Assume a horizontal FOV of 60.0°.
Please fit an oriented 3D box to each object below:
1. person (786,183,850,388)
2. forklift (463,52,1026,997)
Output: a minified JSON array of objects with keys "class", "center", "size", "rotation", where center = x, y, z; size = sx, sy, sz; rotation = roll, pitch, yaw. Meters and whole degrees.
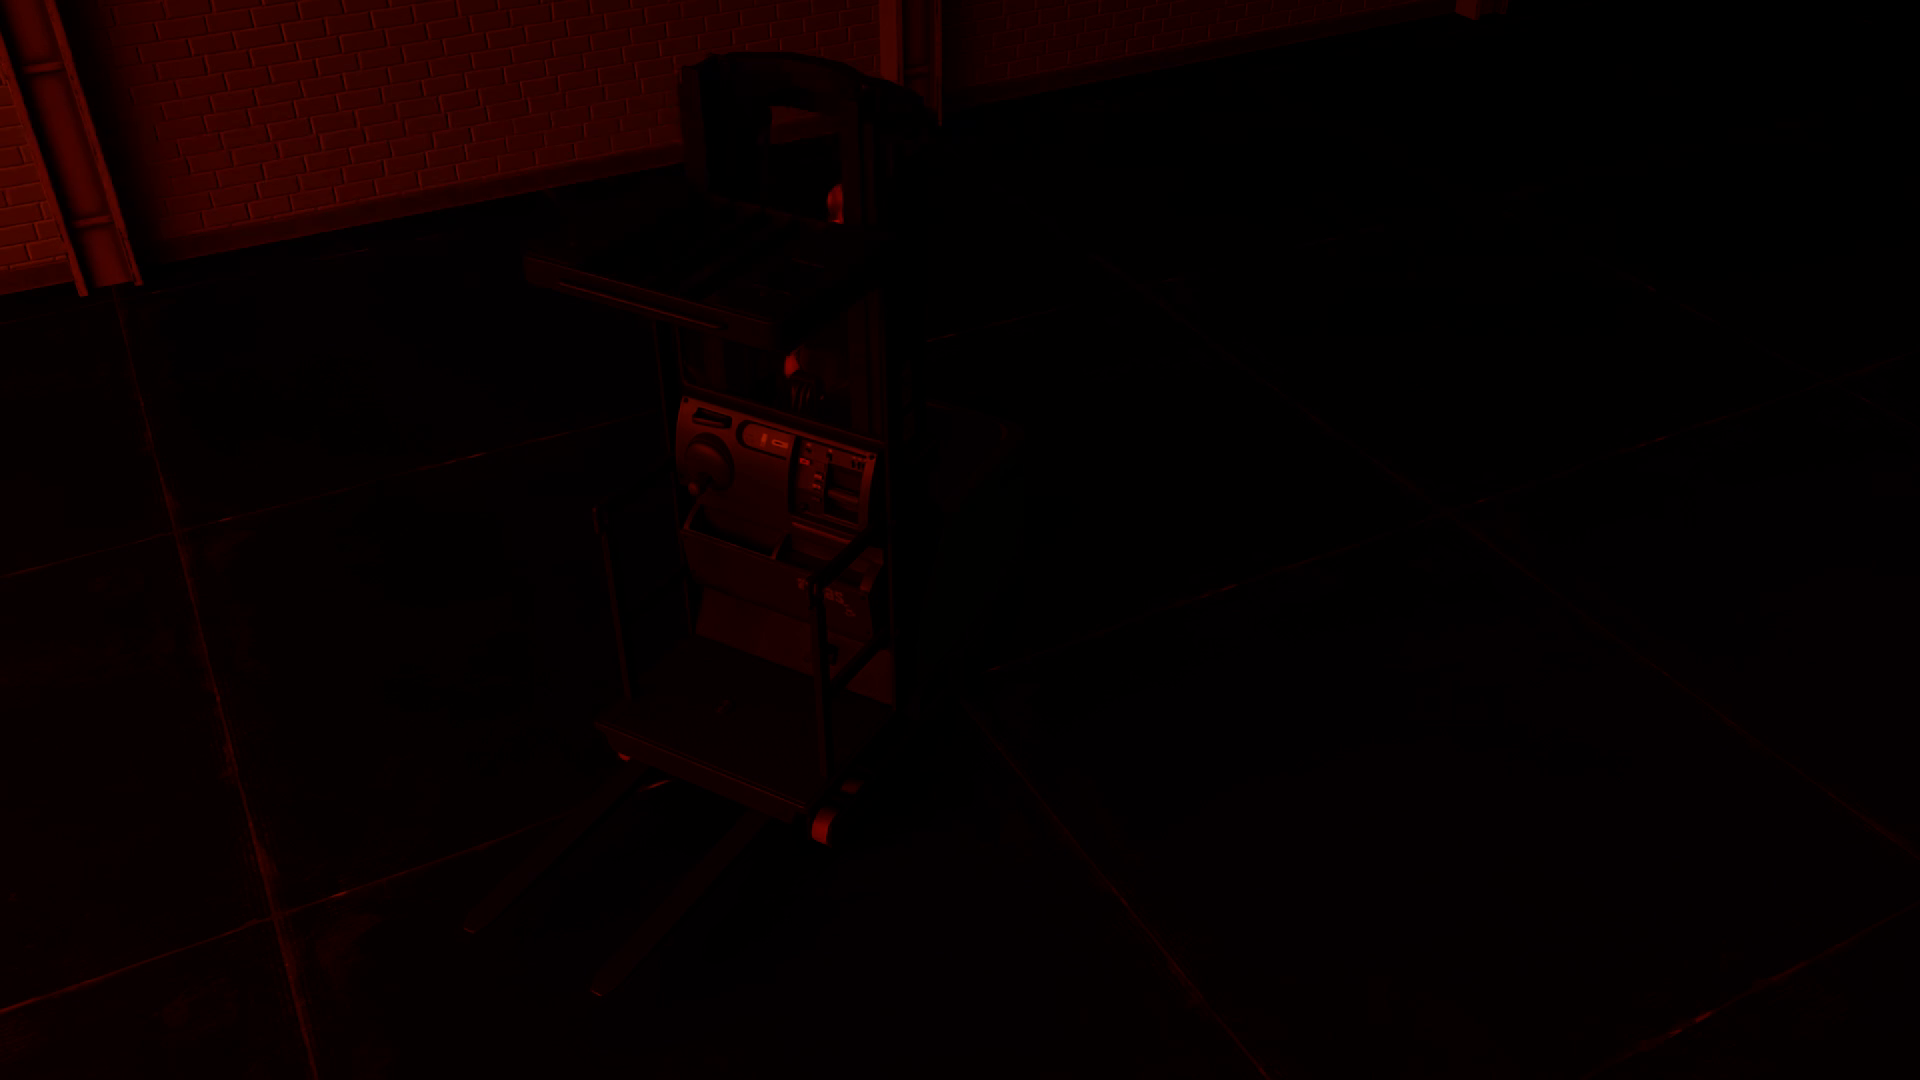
[{"class":"person","center":[-0.659,-1.079,8.738],"size":[0.399,1.694,0.853],"rotation":[12,37,16]},{"class":"forklift","center":[-0.839,-0.235,6.456],"size":[1.130,2.935,3.031],"rotation":[18,39,23]}]
